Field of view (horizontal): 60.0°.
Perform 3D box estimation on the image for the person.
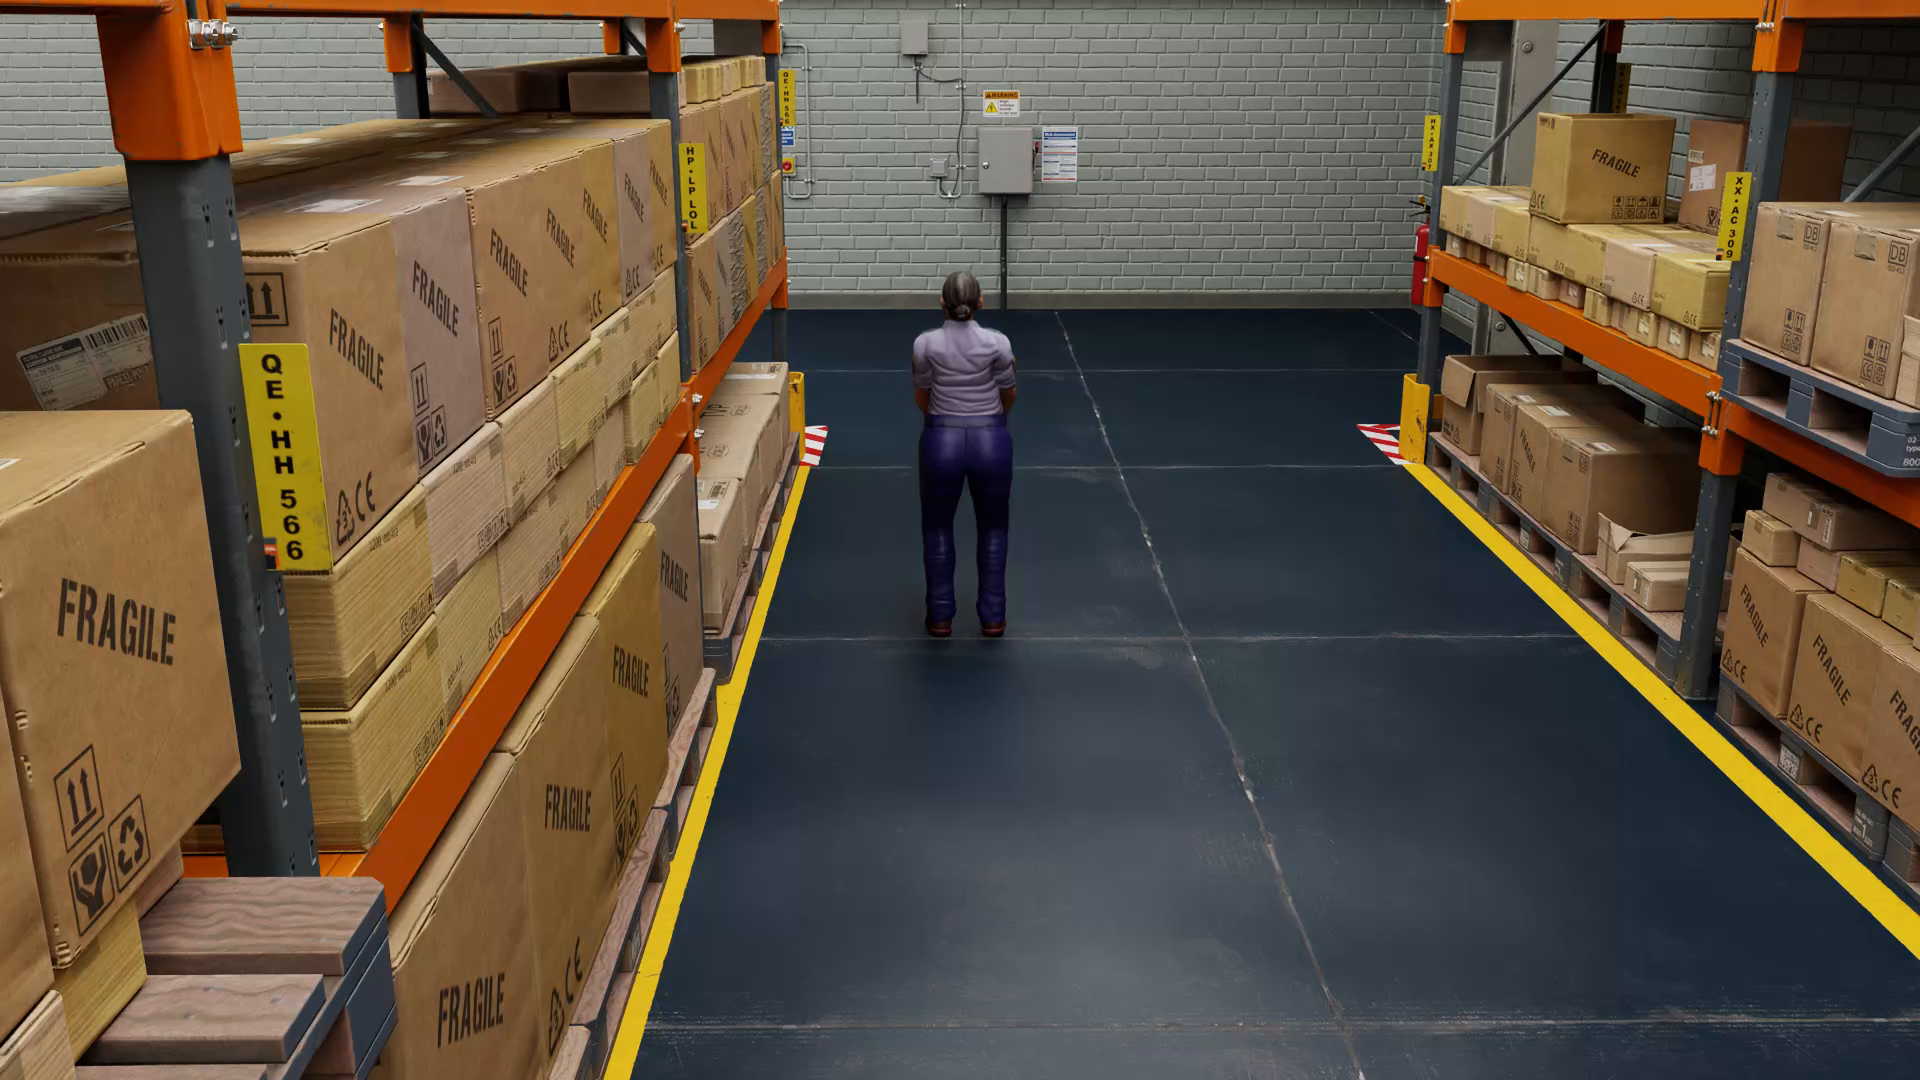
[{"bbox_3d":[0.019,-0.386,7.334,0.452,1.640,0.519,0,17,0],"label":"person"}]
